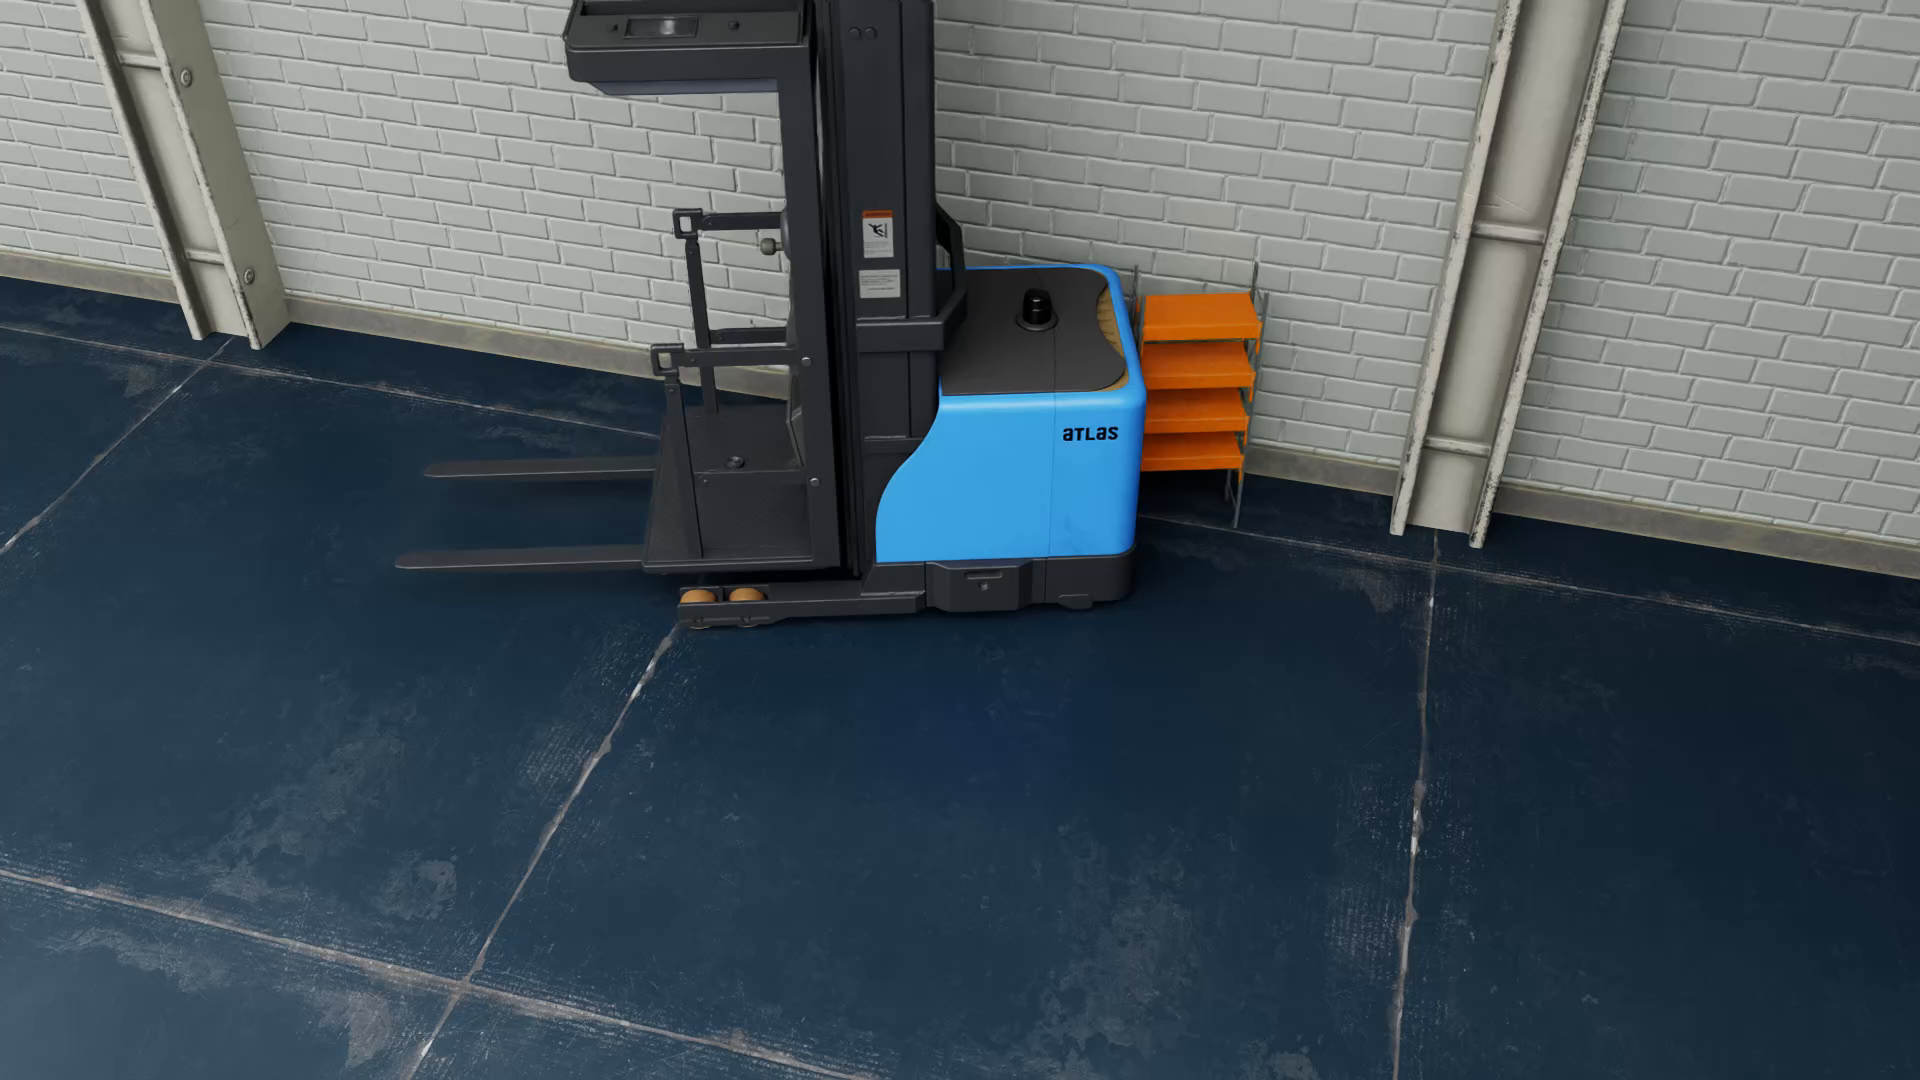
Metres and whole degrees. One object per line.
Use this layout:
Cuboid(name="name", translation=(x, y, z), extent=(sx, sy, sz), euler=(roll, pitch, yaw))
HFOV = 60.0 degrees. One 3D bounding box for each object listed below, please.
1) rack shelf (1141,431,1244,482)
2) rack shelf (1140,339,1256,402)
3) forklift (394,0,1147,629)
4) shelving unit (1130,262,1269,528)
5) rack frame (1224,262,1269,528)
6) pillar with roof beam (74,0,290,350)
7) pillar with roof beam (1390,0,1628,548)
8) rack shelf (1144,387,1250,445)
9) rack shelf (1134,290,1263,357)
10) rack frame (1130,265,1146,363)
Cuboid(name="rack shelf", translation=(0.960, -0.376, 7.178), extent=(0.480, 0.148, 0.258), euler=(-2, 40, -2))
Cuboid(name="rack shelf", translation=(0.960, -0.699, 6.906), extent=(0.480, 0.148, 0.258), euler=(-2, 40, -2))
Cuboid(name="forklift", translation=(-0.812, -1.108, 6.290), extent=(3.031, 2.935, 1.130), euler=(-2, 40, -2))
Cuboid(name="shelving unit", translation=(0.960, -0.579, 7.007), extent=(0.503, 1.200, 0.258), euler=(-2, 40, -2))
Cuboid(name="rack frame", translation=(1.204, -0.587, 7.017), extent=(0.015, 1.200, 0.240), euler=(-2, 40, -2))
Cuboid(name="pillar with roof beam", translation=(-4.795, -1.860, 2.467), extent=(0.400, 9.000, 9.100), euler=(10, 41, 11))
Cuboid(name="pillar with roof beam", translation=(1.001, -0.862, 1.280), extent=(0.400, 9.000, 9.100), euler=(10, 41, 11))
Cuboid(name="rack shelf", translation=(0.960, -0.528, 7.050), extent=(0.480, 0.148, 0.258), euler=(-2, 40, -2))
Cuboid(name="rack shelf", translation=(0.960, -0.880, 6.754), extent=(0.480, 0.148, 0.258), euler=(-2, 40, -2))
Cuboid(name="rack frame", translation=(0.716, -0.571, 6.998), extent=(0.015, 1.200, 0.240), euler=(-2, 40, -2))
